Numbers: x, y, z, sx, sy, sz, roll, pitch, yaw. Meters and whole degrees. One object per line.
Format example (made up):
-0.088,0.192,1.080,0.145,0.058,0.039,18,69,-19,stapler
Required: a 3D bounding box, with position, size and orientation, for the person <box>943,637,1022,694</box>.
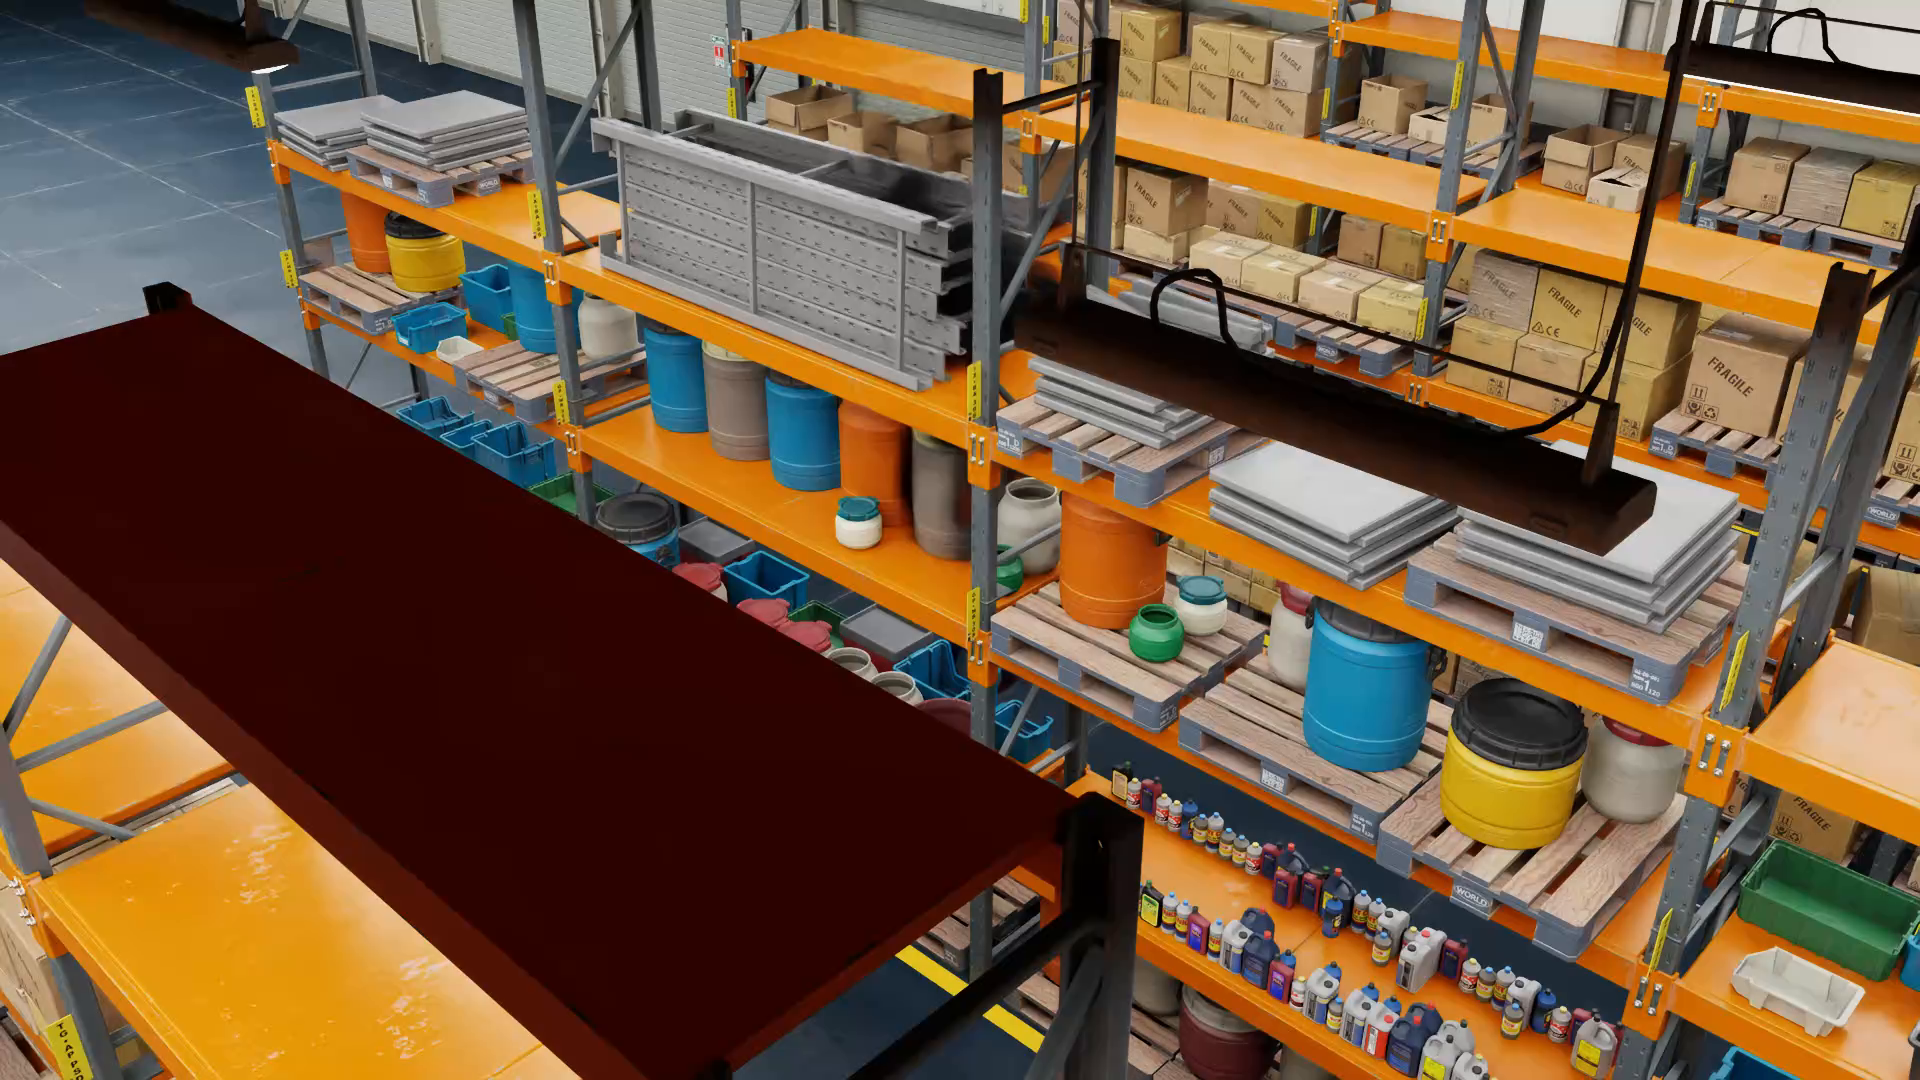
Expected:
0.087,0.460,13.156,0.887,1.696,0.610,19,35,30,person
